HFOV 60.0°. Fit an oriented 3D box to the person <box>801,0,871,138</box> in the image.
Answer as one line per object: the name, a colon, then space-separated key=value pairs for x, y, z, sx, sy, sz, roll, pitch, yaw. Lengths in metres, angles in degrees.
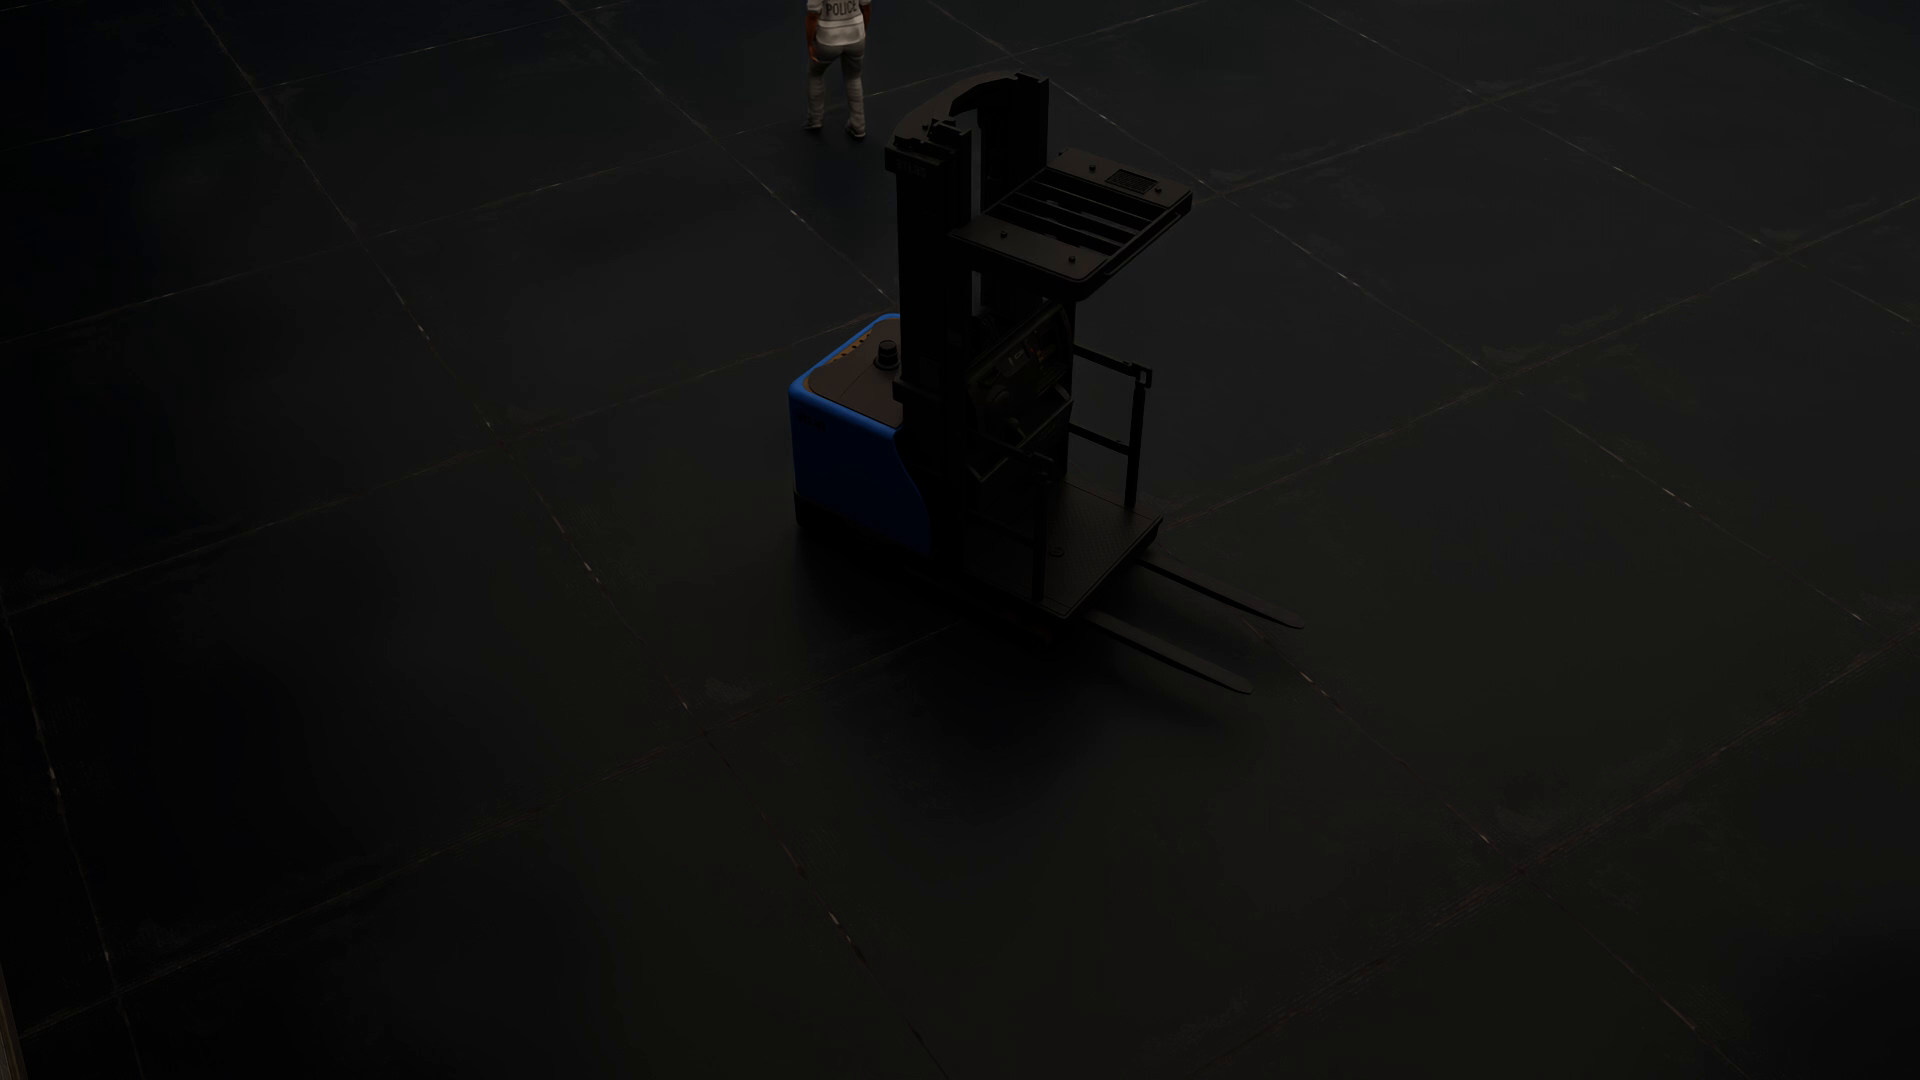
person: x=-1.023 y=-4.088 z=13.574 sx=0.584 sy=1.711 sz=0.518 roll=-15 pitch=43 yaw=-16

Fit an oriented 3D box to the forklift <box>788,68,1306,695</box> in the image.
forklift: x=0.496 y=-0.872 z=8.869 sx=3.031 sy=2.935 sz=1.130 roll=25 pitch=47 yaw=26
